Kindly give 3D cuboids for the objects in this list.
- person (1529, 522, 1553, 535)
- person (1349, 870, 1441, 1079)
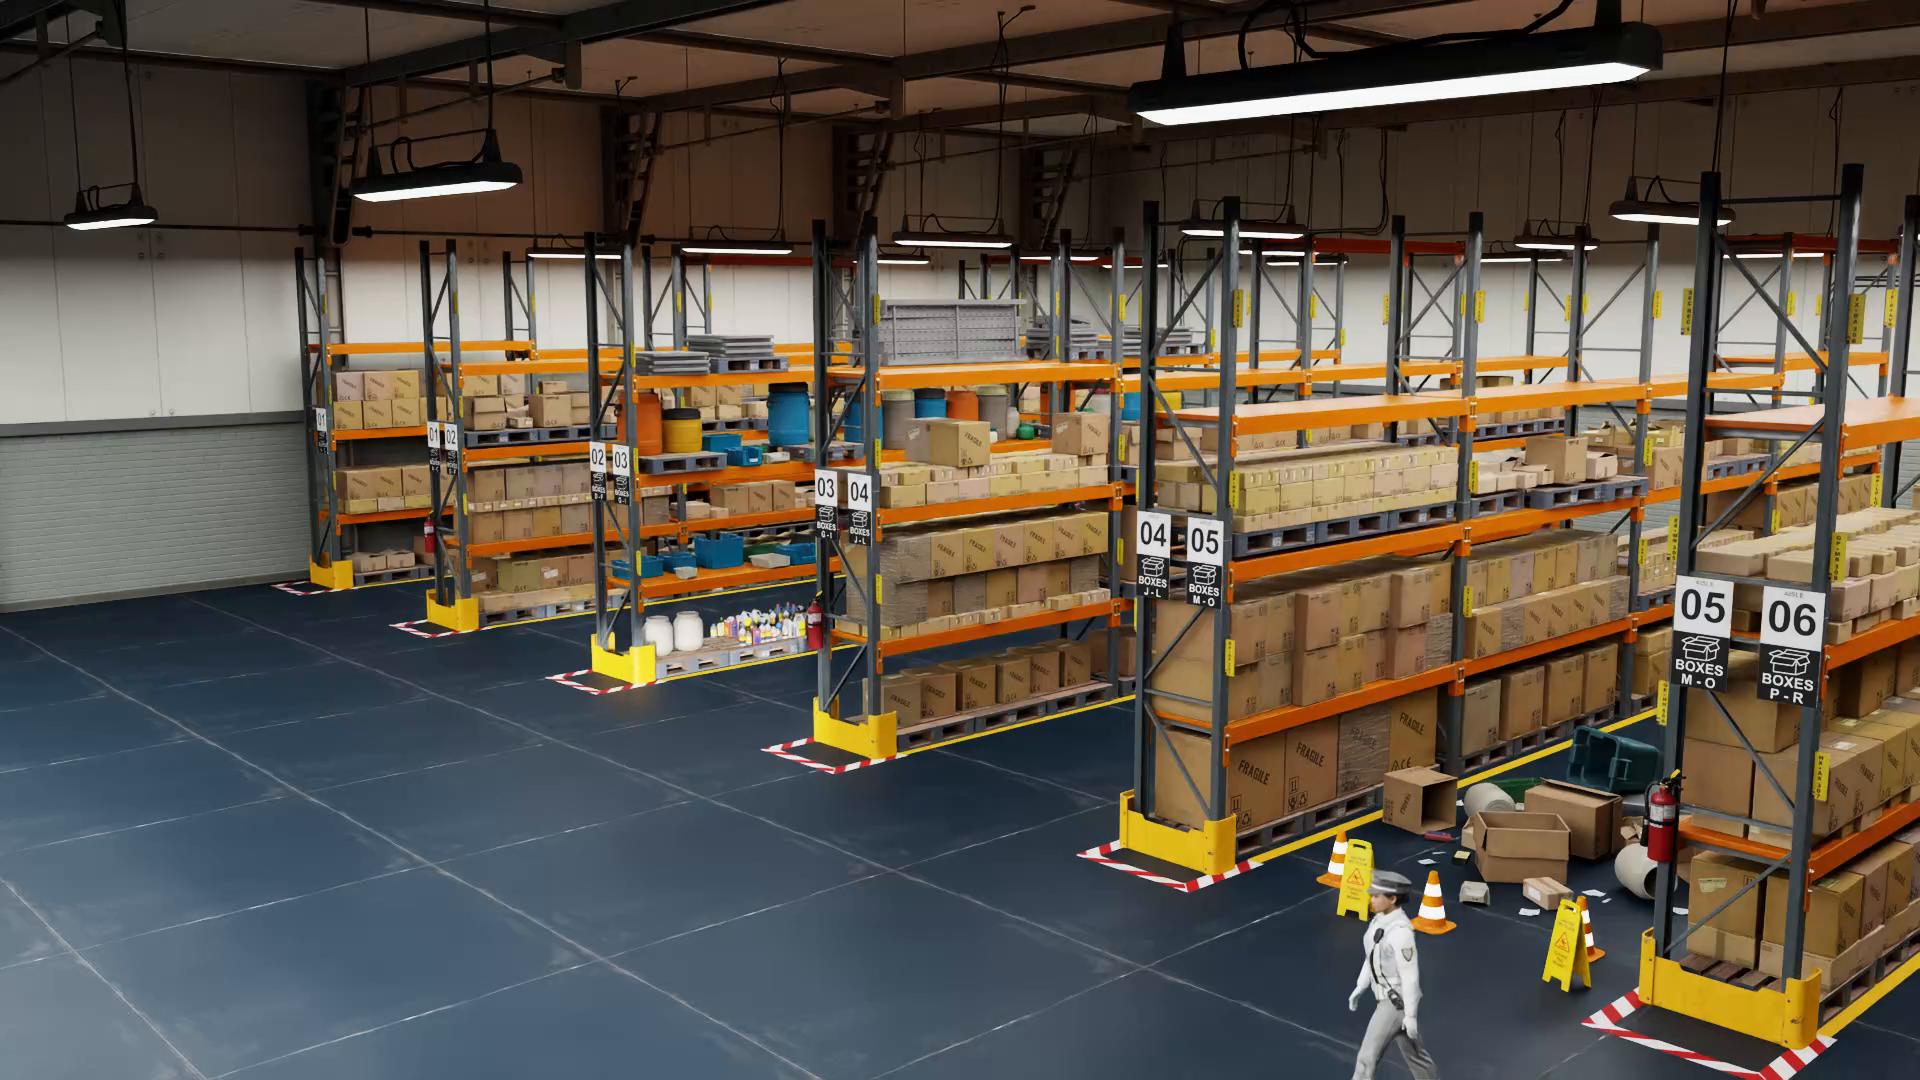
[{"bbox_3d":[9.105,0.492,25.972,0.632,1.758,0.531,3,9,20],"label":"person"},{"bbox_3d":[2.622,2.842,10.295,0.870,1.632,0.511,1,8,6],"label":"person"}]
